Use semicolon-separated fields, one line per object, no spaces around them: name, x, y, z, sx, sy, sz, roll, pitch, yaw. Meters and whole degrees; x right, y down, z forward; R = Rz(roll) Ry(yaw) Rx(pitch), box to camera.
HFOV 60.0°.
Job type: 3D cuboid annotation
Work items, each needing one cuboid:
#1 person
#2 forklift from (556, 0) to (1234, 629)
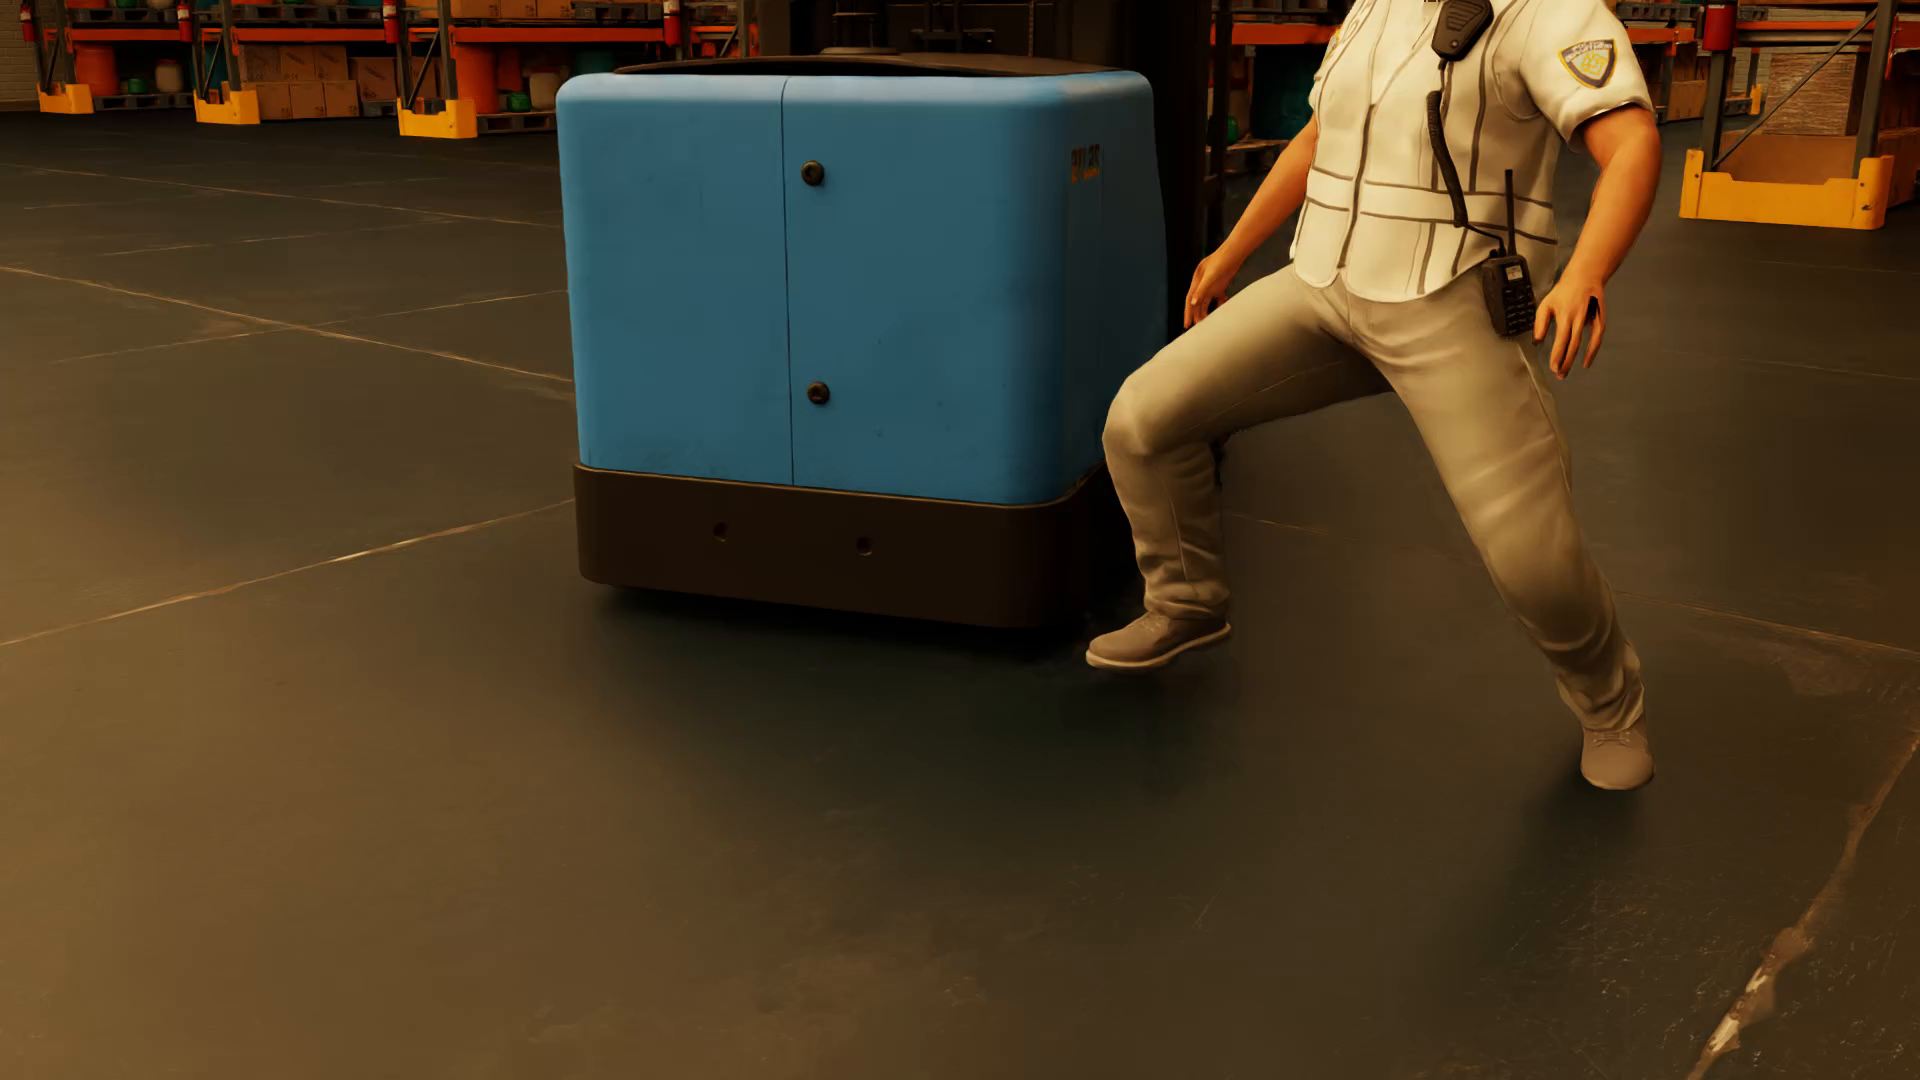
person;0.743;-0.383;2.650;0.699;1.545;0.909;-11;20;-33
forklift;0.151;-1.622;4.239;1.130;2.935;3.031;5;18;17
